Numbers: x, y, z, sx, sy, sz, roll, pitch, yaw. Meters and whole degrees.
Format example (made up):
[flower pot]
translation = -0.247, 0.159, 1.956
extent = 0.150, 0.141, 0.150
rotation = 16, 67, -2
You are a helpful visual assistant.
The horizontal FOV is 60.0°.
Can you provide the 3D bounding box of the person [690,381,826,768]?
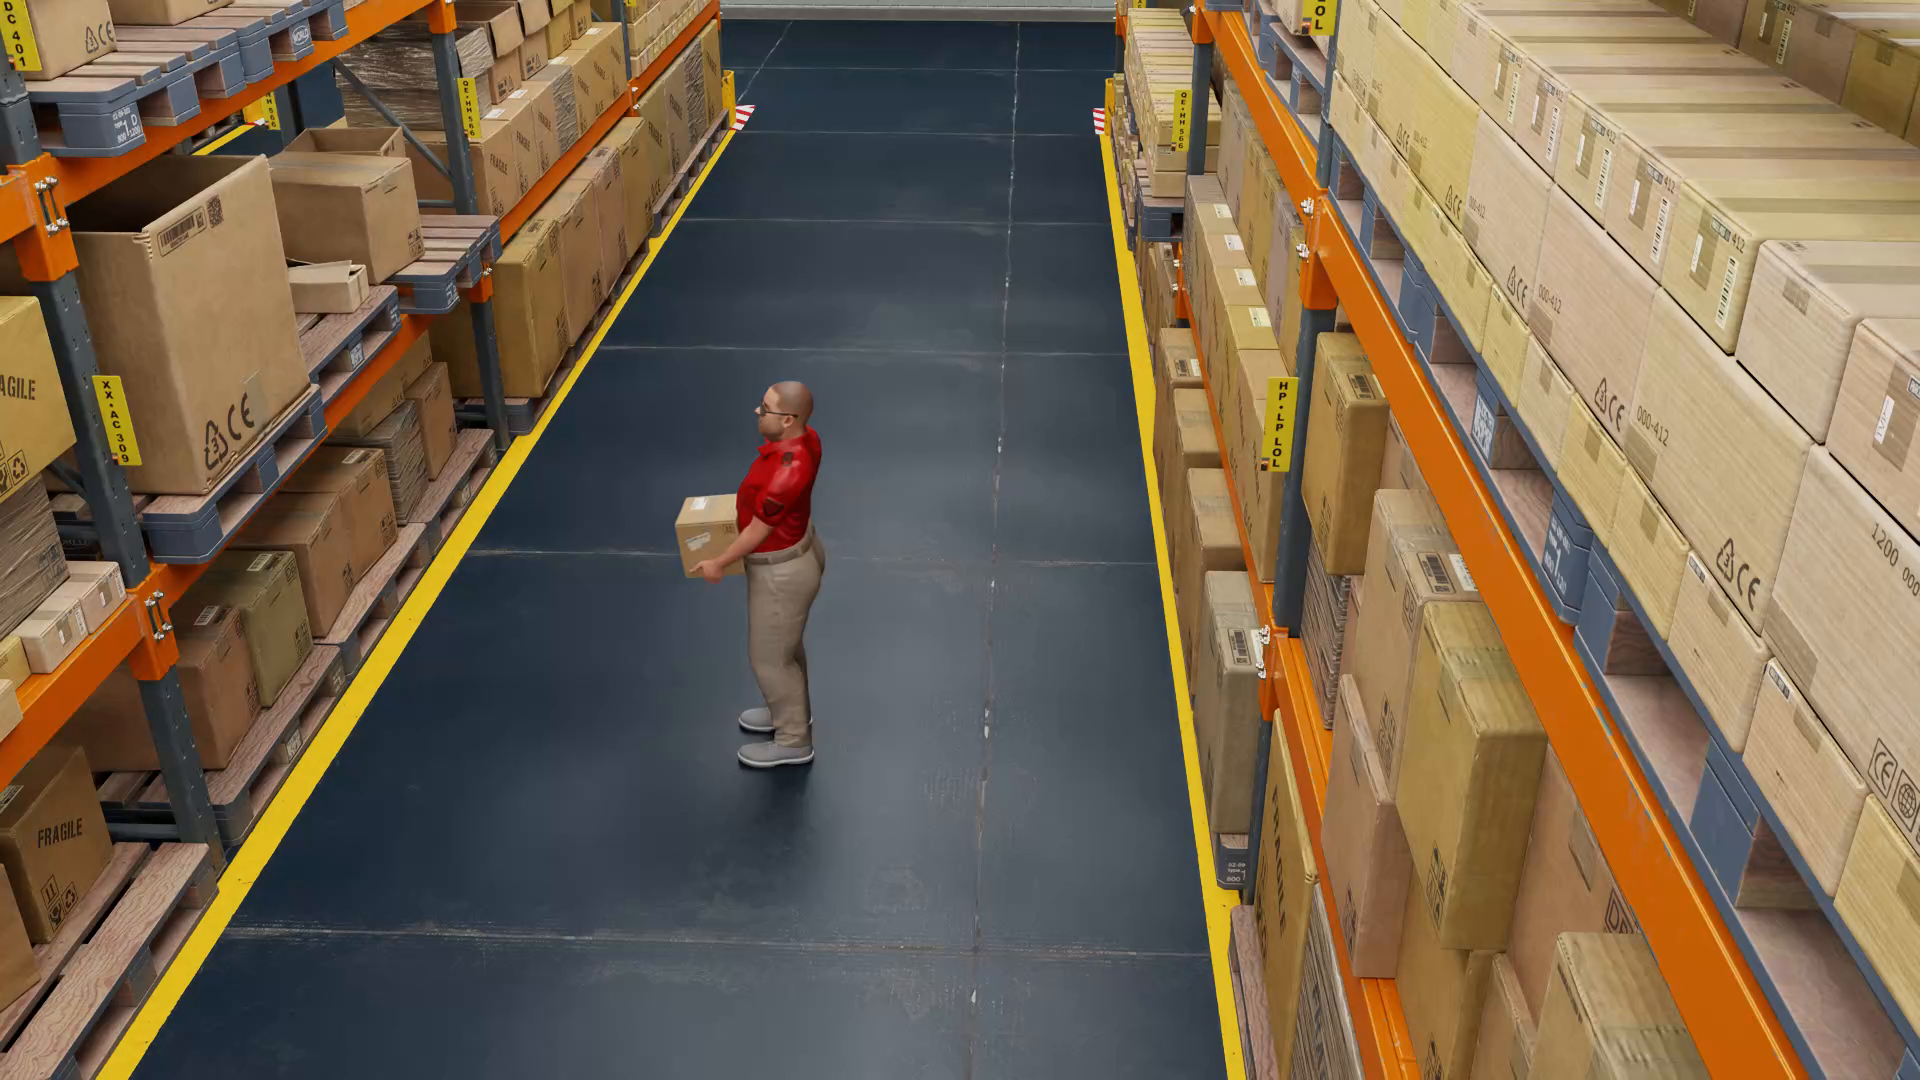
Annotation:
[person]
translation = -0.831, 0.133, 6.898
extent = 0.530, 1.712, 0.493
rotation = 1, 28, 2
